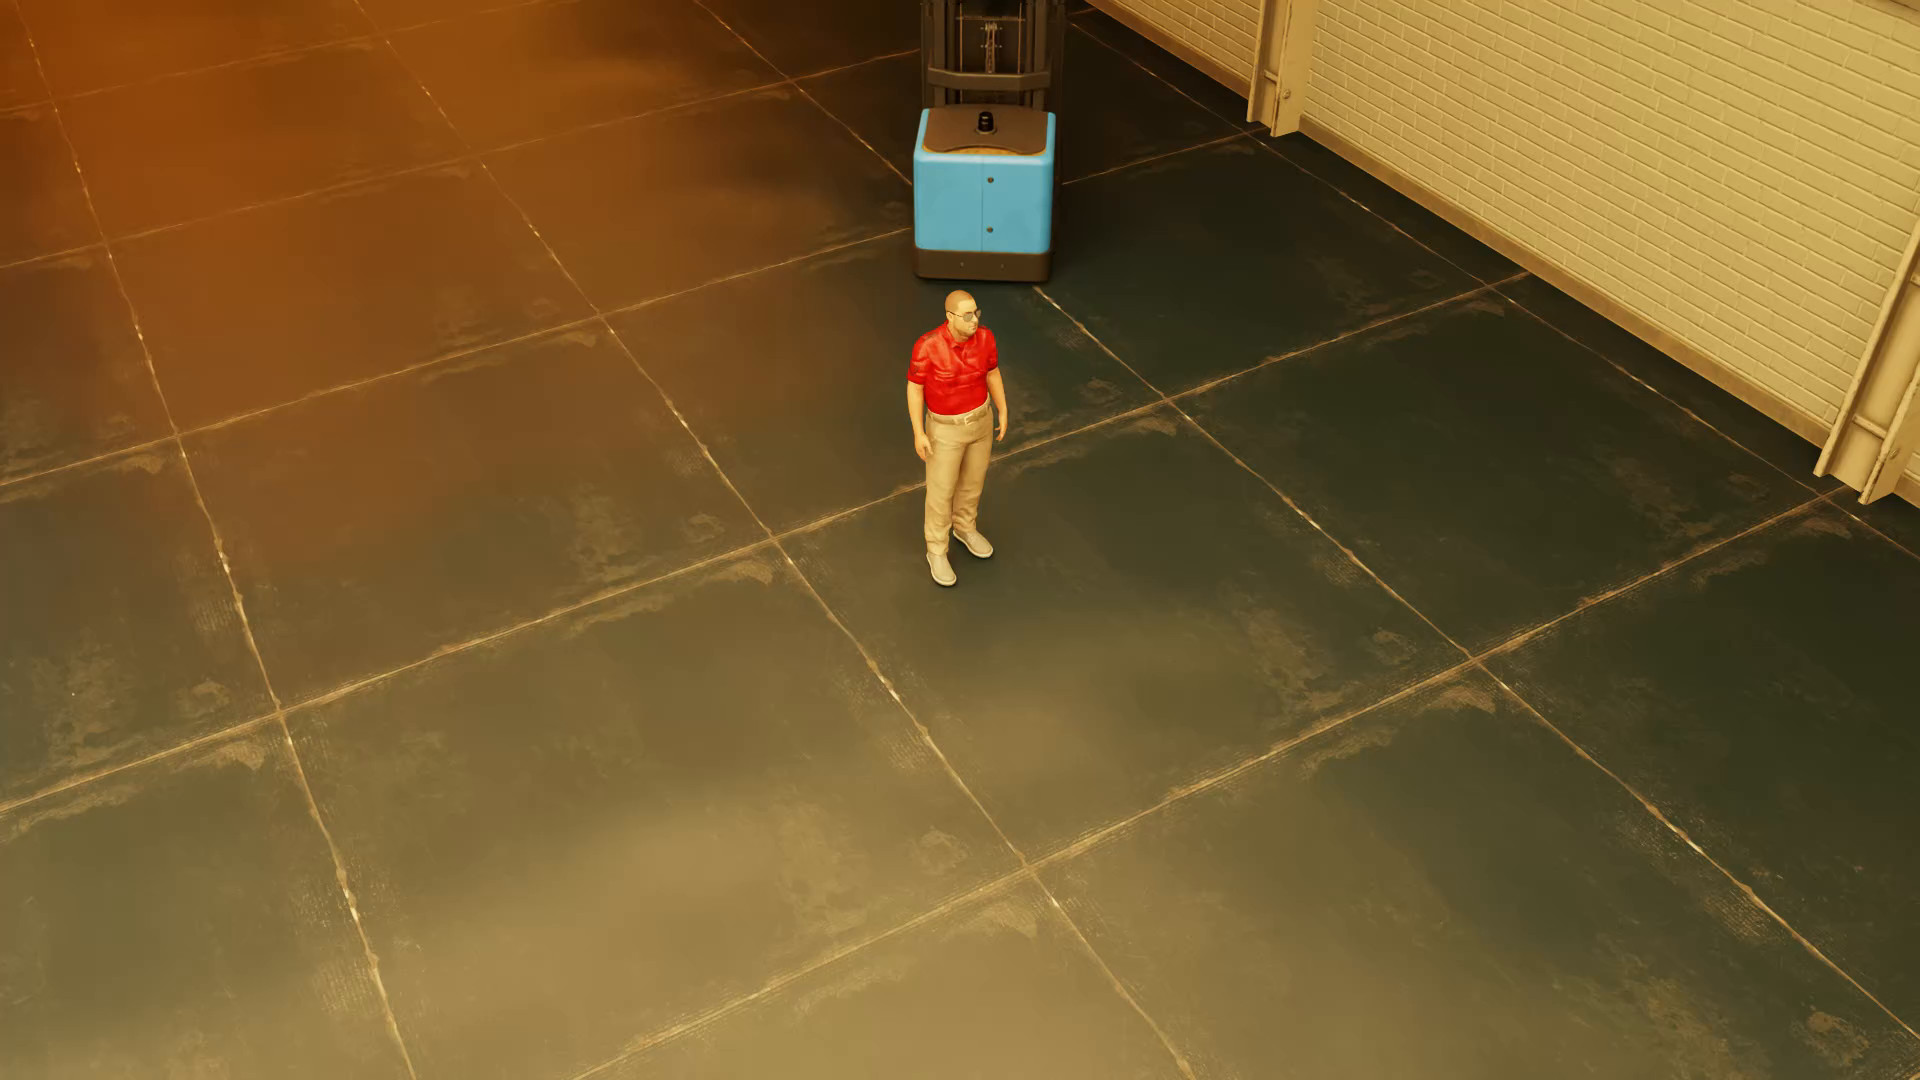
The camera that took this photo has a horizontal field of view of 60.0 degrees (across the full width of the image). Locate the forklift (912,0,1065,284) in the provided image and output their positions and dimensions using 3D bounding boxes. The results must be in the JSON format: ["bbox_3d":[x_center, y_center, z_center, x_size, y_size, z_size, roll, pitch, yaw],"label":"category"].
[{"bbox_3d":[0.265,-3.990,12.846,1.130,2.935,3.031,3,40,3],"label":"forklift"}]

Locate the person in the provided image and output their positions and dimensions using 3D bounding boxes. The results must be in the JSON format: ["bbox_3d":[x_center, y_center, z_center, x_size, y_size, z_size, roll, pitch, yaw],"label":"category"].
[{"bbox_3d":[0.034,-0.617,9.711,0.640,1.727,0.551,-20,44,-23],"label":"person"}]
